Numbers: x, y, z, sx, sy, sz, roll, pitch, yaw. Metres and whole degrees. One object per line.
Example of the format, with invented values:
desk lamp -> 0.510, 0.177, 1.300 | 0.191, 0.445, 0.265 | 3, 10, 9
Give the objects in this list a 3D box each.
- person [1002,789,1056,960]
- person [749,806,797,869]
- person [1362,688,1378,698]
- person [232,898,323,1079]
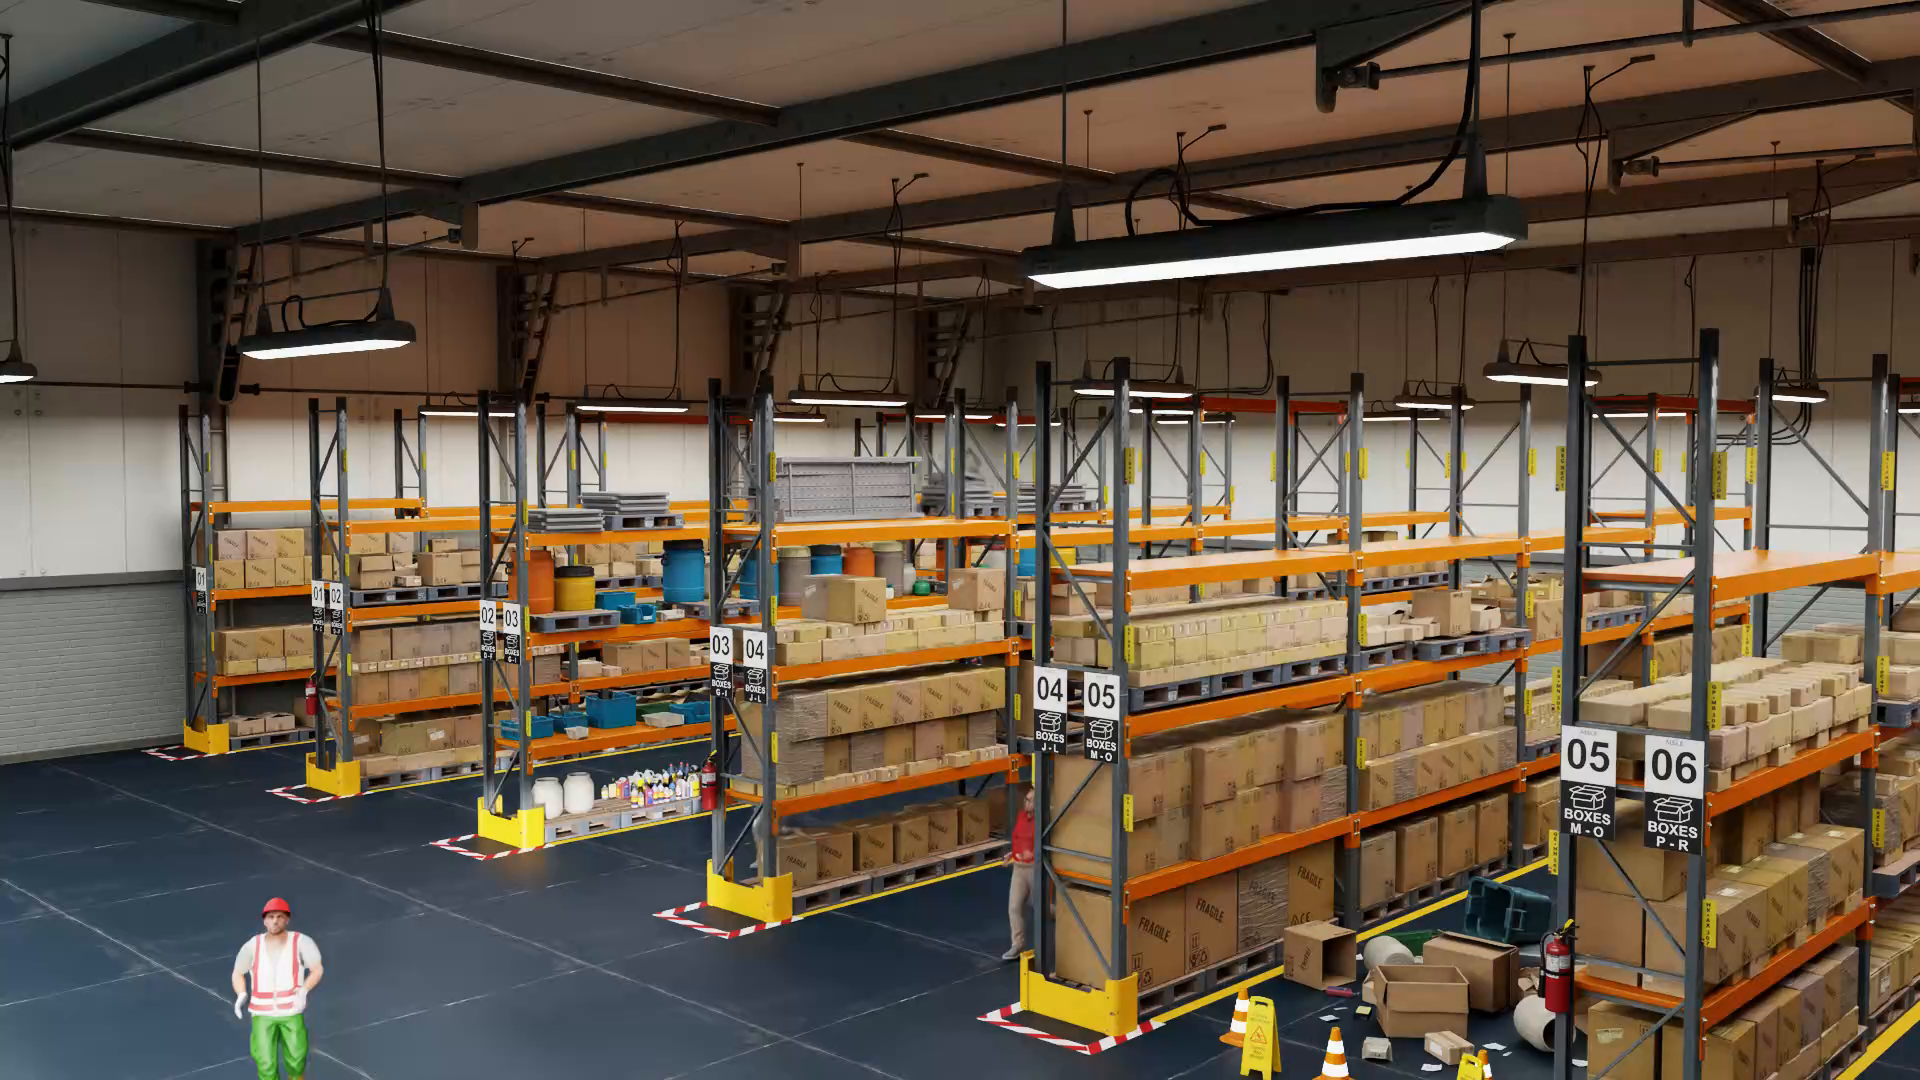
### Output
person -> 0.760, 3.403, 17.076 | 0.681, 1.699, 0.908 | 3, 4, 41
person -> -2.323, 3.201, 20.783 | 0.668, 1.739, 0.803 | 3, 4, 40
person -> 6.120, 3.018, 24.993 | 0.579, 1.654, 0.658 | 2, 4, 39
person -> -5.250, 3.617, 12.793 | 0.659, 1.742, 0.708 | -1, 3, -17
